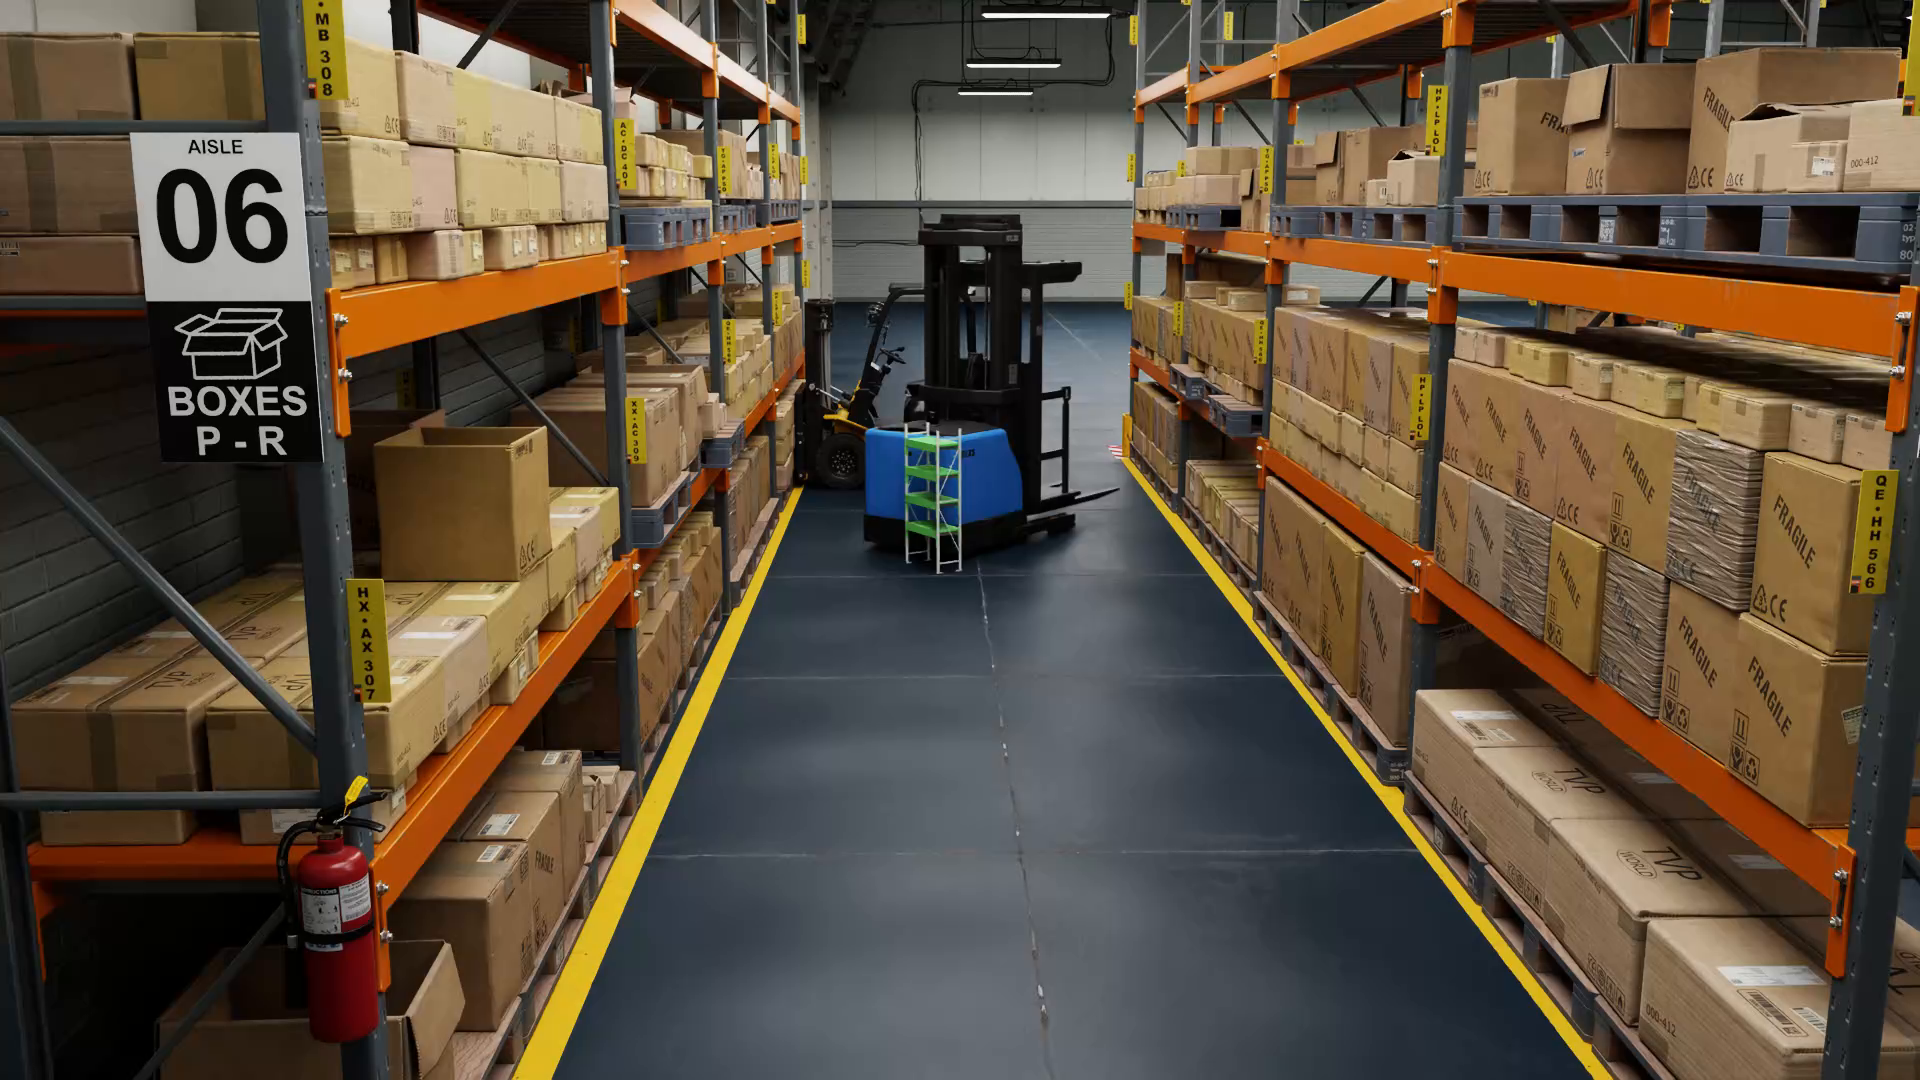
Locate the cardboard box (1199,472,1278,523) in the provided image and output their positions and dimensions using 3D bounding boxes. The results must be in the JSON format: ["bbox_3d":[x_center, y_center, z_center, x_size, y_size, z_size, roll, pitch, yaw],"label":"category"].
[{"bbox_3d":[2.690,-0.392,15.189,0.950,0.372,0.625,0,11,2],"label":"cardboard box"}]

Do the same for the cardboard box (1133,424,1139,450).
[{"bbox_3d":[2.316,-1.213,19.543,0.500,0.250,0.500,0,11,-2],"label":"cardboard box"}]

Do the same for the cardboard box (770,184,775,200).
[{"bbox_3d":[-2.010,-3.392,16.204,0.380,0.149,0.250,0,11,0],"label":"cardboard box"}]

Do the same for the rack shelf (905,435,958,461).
[{"bbox_3d":[-0.228,-0.768,13.925,0.258,0.148,0.480,-8,14,-33],"label":"rack shelf"}]

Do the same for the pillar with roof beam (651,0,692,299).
[{"bbox_3d":[1.030,-5.310,18.793,9.100,9.000,0.400,0,11,-1],"label":"pillar with roof beam"}]

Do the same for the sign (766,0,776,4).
[{"bbox_3d":[-1.762,-5.141,15.409,0.100,0.325,0.005,0,11,-1],"label":"sign"}]

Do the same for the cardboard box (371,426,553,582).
[{"bbox_3d":[-1.828,-0.144,6.156,0.500,0.500,0.500,0,11,0],"label":"cardboard box"}]

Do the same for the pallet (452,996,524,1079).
[{"bbox_3d":[-2.075,1.879,5.459,1.003,0.211,1.213,0,11,-1],"label":"pallet"}]

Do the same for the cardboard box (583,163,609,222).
[{"bbox_3d":[-1.879,-1.557,7.464,0.500,0.250,0.500,0,11,-1],"label":"cardboard box"}]

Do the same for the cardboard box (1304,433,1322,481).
[{"bbox_3d":[2.533,-0.548,10.782,0.500,0.250,0.500,0,11,1],"label":"cardboard box"}]

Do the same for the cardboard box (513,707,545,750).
[{"bbox_3d":[-2.445,0.813,8.927,0.500,0.500,0.500,0,11,-1],"label":"cardboard box"}]

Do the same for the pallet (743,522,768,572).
[{"bbox_3d":[-2.222,0.056,14.441,1.003,0.211,1.213,0,11,-1],"label":"pallet"}]

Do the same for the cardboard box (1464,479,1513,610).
[{"bbox_3d":[2.578,0.015,7.381,0.500,0.500,0.500,0,11,-1],"label":"cardboard box"}]

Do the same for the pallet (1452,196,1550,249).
[{"bbox_3d":[2.830,-1.394,7.258,1.003,0.211,1.213,0,11,-1],"label":"pallet"}]

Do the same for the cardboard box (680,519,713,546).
[{"bbox_3d":[-1.922,-0.052,11.561,0.380,0.149,0.250,-1,11,-4],"label":"cardboard box"}]

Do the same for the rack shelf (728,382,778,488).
[{"bbox_3d":[-2.263,-0.950,14.195,1.077,0.370,4.000,0,11,-1],"label":"rack shelf"}]

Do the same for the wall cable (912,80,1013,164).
[{"bbox_3d":[0.072,-12.812,50.875,3.097,2.526,0.112,0,11,-1],"label":"wall cable"}]

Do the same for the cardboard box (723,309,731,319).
[{"bbox_3d":[-2.561,-2.333,17.322,0.380,0.149,0.250,0,11,1],"label":"cardboard box"}]

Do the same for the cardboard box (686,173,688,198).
[{"bbox_3d":[-1.805,-2.078,9.726,0.380,0.149,0.250,0,11,0],"label":"cardboard box"}]

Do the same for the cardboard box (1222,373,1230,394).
[{"bbox_3d":[2.354,-1.280,13.592,0.380,0.149,0.250,0,11,0],"label":"cardboard box"}]

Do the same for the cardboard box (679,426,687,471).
[{"bbox_3d":[-1.784,-0.527,9.586,0.396,0.266,0.258,0,11,2],"label":"cardboard box"}]

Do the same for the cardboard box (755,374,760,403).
[{"bbox_3d":[-2.037,-1.328,14.630,0.500,0.250,0.500,0,11,-1],"label":"cardboard box"}]

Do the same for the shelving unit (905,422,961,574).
[{"bbox_3d":[-0.228,-0.360,14.008,0.258,1.200,0.503,-8,14,-33],"label":"shelving unit"}]

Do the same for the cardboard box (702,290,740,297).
[{"bbox_3d":[-2.590,-2.632,18.049,0.380,0.149,0.250,0,11,-1],"label":"cardboard box"}]

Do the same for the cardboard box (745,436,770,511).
[{"bbox_3d":[-2.282,-0.638,15.767,0.875,0.625,0.625,0,11,1],"label":"cardboard box"}]

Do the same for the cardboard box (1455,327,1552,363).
[{"bbox_3d":[2.571,-0.924,7.861,0.380,0.149,0.250,0,11,-2],"label":"cardboard box"}]

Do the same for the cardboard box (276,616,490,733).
[{"bbox_3d":[-1.807,0.422,5.255,0.500,0.250,0.500,0,11,-1],"label":"cardboard box"}]

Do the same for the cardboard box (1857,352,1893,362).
[{"bbox_3d":[7.677,-1.695,13.294,0.700,0.500,0.500,0,11,-2],"label":"cardboard box"}]

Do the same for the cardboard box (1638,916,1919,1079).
[{"bbox_3d":[2.793,1.584,5.288,0.875,0.438,0.875,-1,11,-3],"label":"cardboard box"}]

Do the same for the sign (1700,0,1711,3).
[{"bbox_3d":[7.050,-5.239,15.695,0.100,0.325,0.005,0,11,-1],"label":"sign"}]

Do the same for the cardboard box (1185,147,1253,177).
[{"bbox_3d":[2.290,-3.351,14.744,0.500,0.250,0.500,0,11,-2],"label":"cardboard box"}]

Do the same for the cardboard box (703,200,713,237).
[{"bbox_3d":[-1.968,-2.200,11.383,0.500,0.250,0.500,-1,11,-3],"label":"cardboard box"}]

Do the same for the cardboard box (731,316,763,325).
[{"bbox_3d":[-2.048,-2.131,16.327,0.380,0.149,0.250,0,11,-2],"label":"cardboard box"}]

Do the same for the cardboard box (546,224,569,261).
[{"bbox_3d":[-1.837,-1.235,6.881,0.380,0.149,0.250,0,11,-1],"label":"cardboard box"}]

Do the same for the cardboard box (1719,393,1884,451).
[{"bbox_3d":[2.580,-0.364,5.103,0.380,0.149,0.250,0,11,-2],"label":"cardboard box"}]

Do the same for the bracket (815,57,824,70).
[{"bbox_3d":[-3.353,-11.234,38.940,0.076,0.066,4.783,0,11,-1],"label":"bracket"}]

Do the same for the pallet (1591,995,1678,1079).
[{"bbox_3d":[2.811,1.873,5.489,1.003,0.211,1.213,0,11,-1],"label":"pallet"}]

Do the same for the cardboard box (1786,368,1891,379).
[{"bbox_3d":[3.164,-0.522,5.881,0.380,0.149,0.250,0,11,-1],"label":"cardboard box"}]

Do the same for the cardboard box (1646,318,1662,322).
[{"bbox_3d":[7.504,-2.546,17.164,0.875,0.550,0.550,0,11,-1],"label":"cardboard box"}]

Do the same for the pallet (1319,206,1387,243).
[{"bbox_3d":[2.833,-1.953,10.264,1.003,0.211,1.213,0,11,1],"label":"pallet"}]

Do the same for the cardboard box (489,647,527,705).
[{"bbox_3d":[-1.766,0.486,5.942,0.380,0.149,0.250,-1,11,-3],"label":"cardboard box"}]

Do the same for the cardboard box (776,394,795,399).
[{"bbox_3d":[-2.026,-1.450,18.199,0.500,0.250,0.500,0,11,-2],"label":"cardboard box"}]

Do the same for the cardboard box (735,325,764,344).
[{"bbox_3d":[-1.961,-1.848,14.931,0.380,0.149,0.250,-1,11,-3],"label":"cardboard box"}]

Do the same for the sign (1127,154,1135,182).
[{"bbox_3d":[2.033,-4.412,19.711,0.100,0.325,0.005,0,11,-1],"label":"sign"}]

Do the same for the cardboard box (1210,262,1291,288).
[{"bbox_3d":[2.866,-2.494,16.484,0.700,0.500,0.500,0,11,-2],"label":"cardboard box"}]

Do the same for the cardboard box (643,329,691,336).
[{"bbox_3d":[-2.538,-1.742,14.410,0.380,0.149,0.250,0,11,-2],"label":"cardboard box"}]

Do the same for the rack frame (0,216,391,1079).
[{"bbox_3d":[-2.056,0.686,4.326,1.000,3.000,0.127,0,11,-1],"label":"rack frame"}]

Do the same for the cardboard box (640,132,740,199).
[{"bbox_3d":[-2.103,-2.923,13.011,0.700,0.500,0.500,0,11,-2],"label":"cardboard box"}]

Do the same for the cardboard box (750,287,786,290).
[{"bbox_3d":[-2.169,-2.787,18.810,0.380,0.149,0.250,0,11,-1],"label":"cardboard box"}]

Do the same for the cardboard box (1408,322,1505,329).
[{"bbox_3d":[3.039,-1.062,10.173,0.500,0.500,0.500,0,11,-2],"label":"cardboard box"}]

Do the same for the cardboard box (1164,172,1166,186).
[{"bbox_3d":[2.339,-3.778,17.411,0.380,0.149,0.250,0,11,0],"label":"cardboard box"}]

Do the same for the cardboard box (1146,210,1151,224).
[{"bbox_3d":[2.324,-3.691,18.986,0.380,0.149,0.250,0,11,0],"label":"cardboard box"}]

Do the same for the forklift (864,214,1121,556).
[{"bbox_3d":[0.433,-1.542,15.480,1.130,2.935,3.031,9,14,36],"label":"forklift"}]

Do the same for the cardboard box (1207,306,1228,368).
[{"bbox_3d":[2.410,-1.727,14.163,0.500,0.500,0.500,-1,11,-3],"label":"cardboard box"}]

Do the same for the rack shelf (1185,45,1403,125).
[{"bbox_3d":[2.700,-3.715,13.743,1.077,0.370,4.000,0,11,-1],"label":"rack shelf"}]

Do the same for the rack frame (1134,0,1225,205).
[{"bbox_3d":[2.576,-5.456,19.511,1.000,3.000,0.127,0,11,-1],"label":"rack frame"}]
